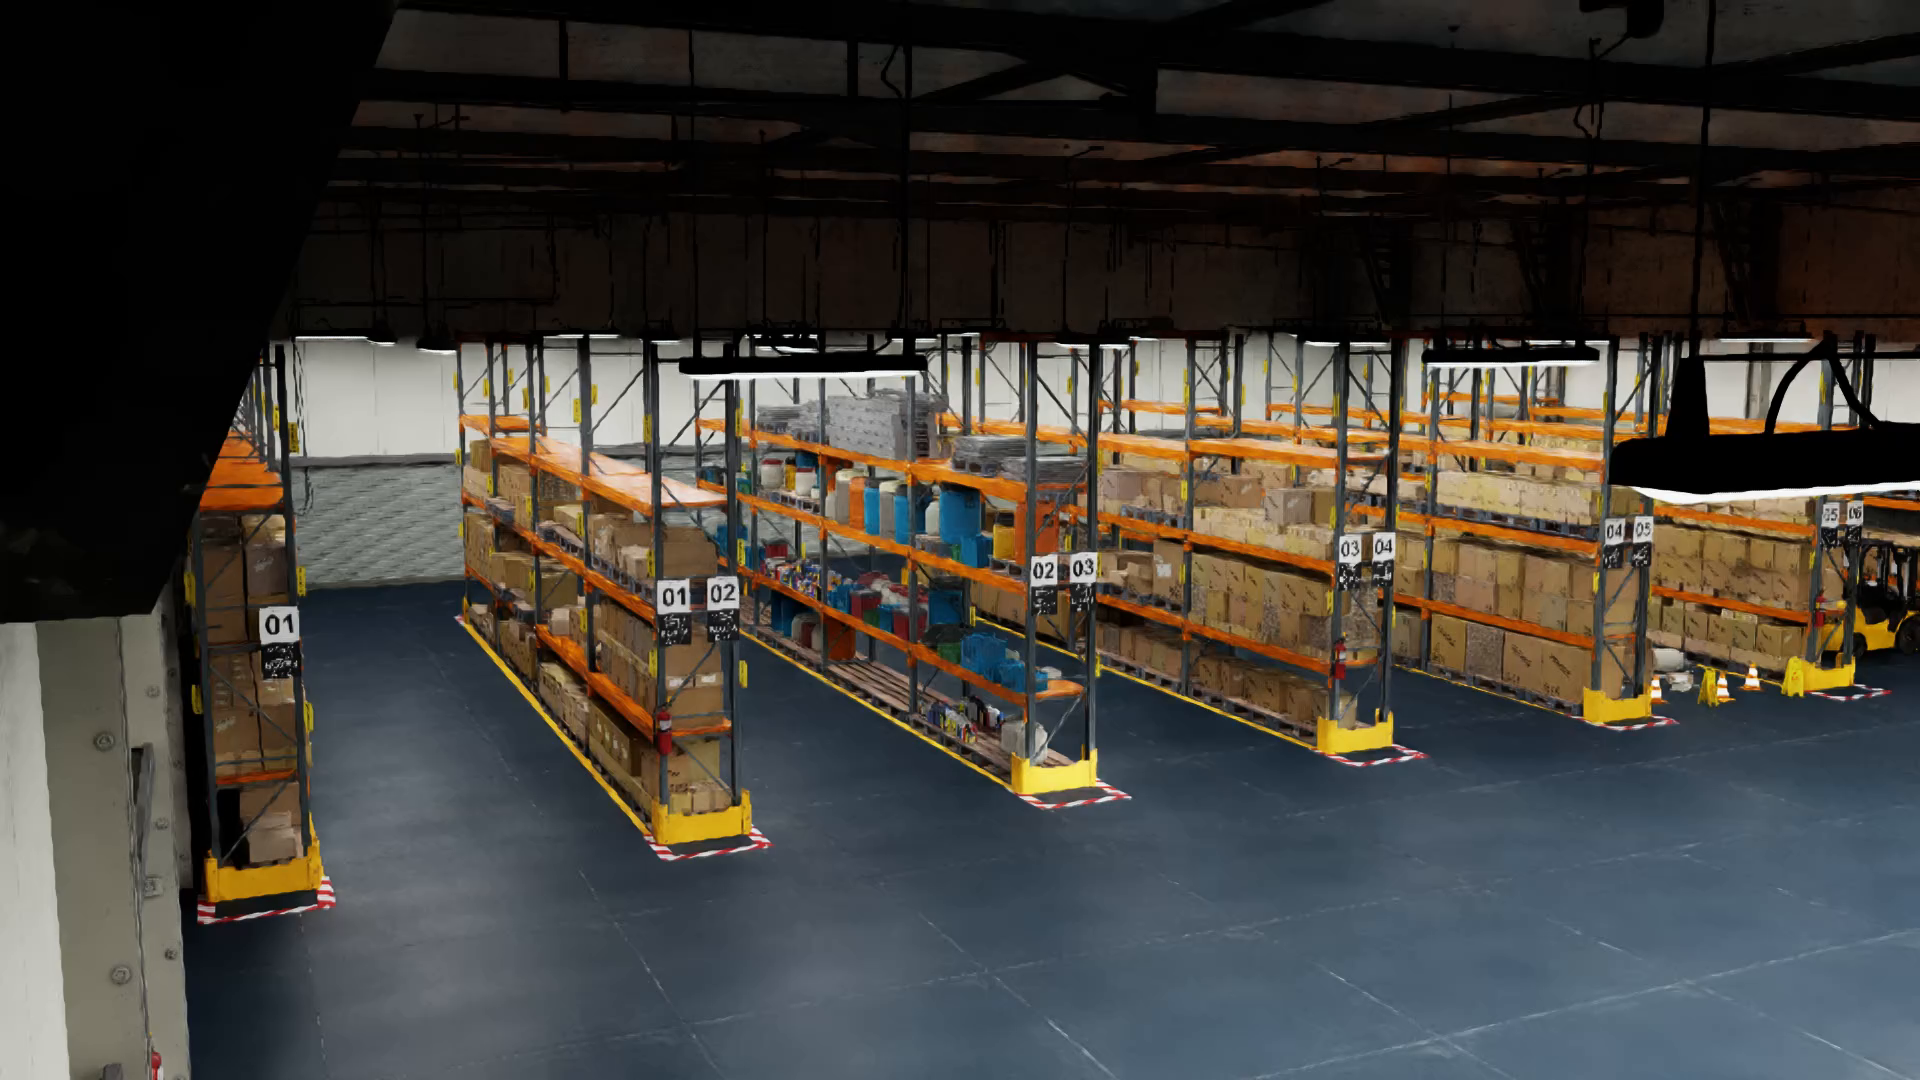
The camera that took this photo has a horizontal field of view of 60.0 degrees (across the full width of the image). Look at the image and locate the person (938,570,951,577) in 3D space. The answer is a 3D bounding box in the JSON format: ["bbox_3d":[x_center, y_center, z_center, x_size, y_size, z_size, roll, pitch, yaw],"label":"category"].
[{"bbox_3d":[-0.328,1.329,31.146,0.495,1.580,1.086,-3,8,-22],"label":"person"}]
